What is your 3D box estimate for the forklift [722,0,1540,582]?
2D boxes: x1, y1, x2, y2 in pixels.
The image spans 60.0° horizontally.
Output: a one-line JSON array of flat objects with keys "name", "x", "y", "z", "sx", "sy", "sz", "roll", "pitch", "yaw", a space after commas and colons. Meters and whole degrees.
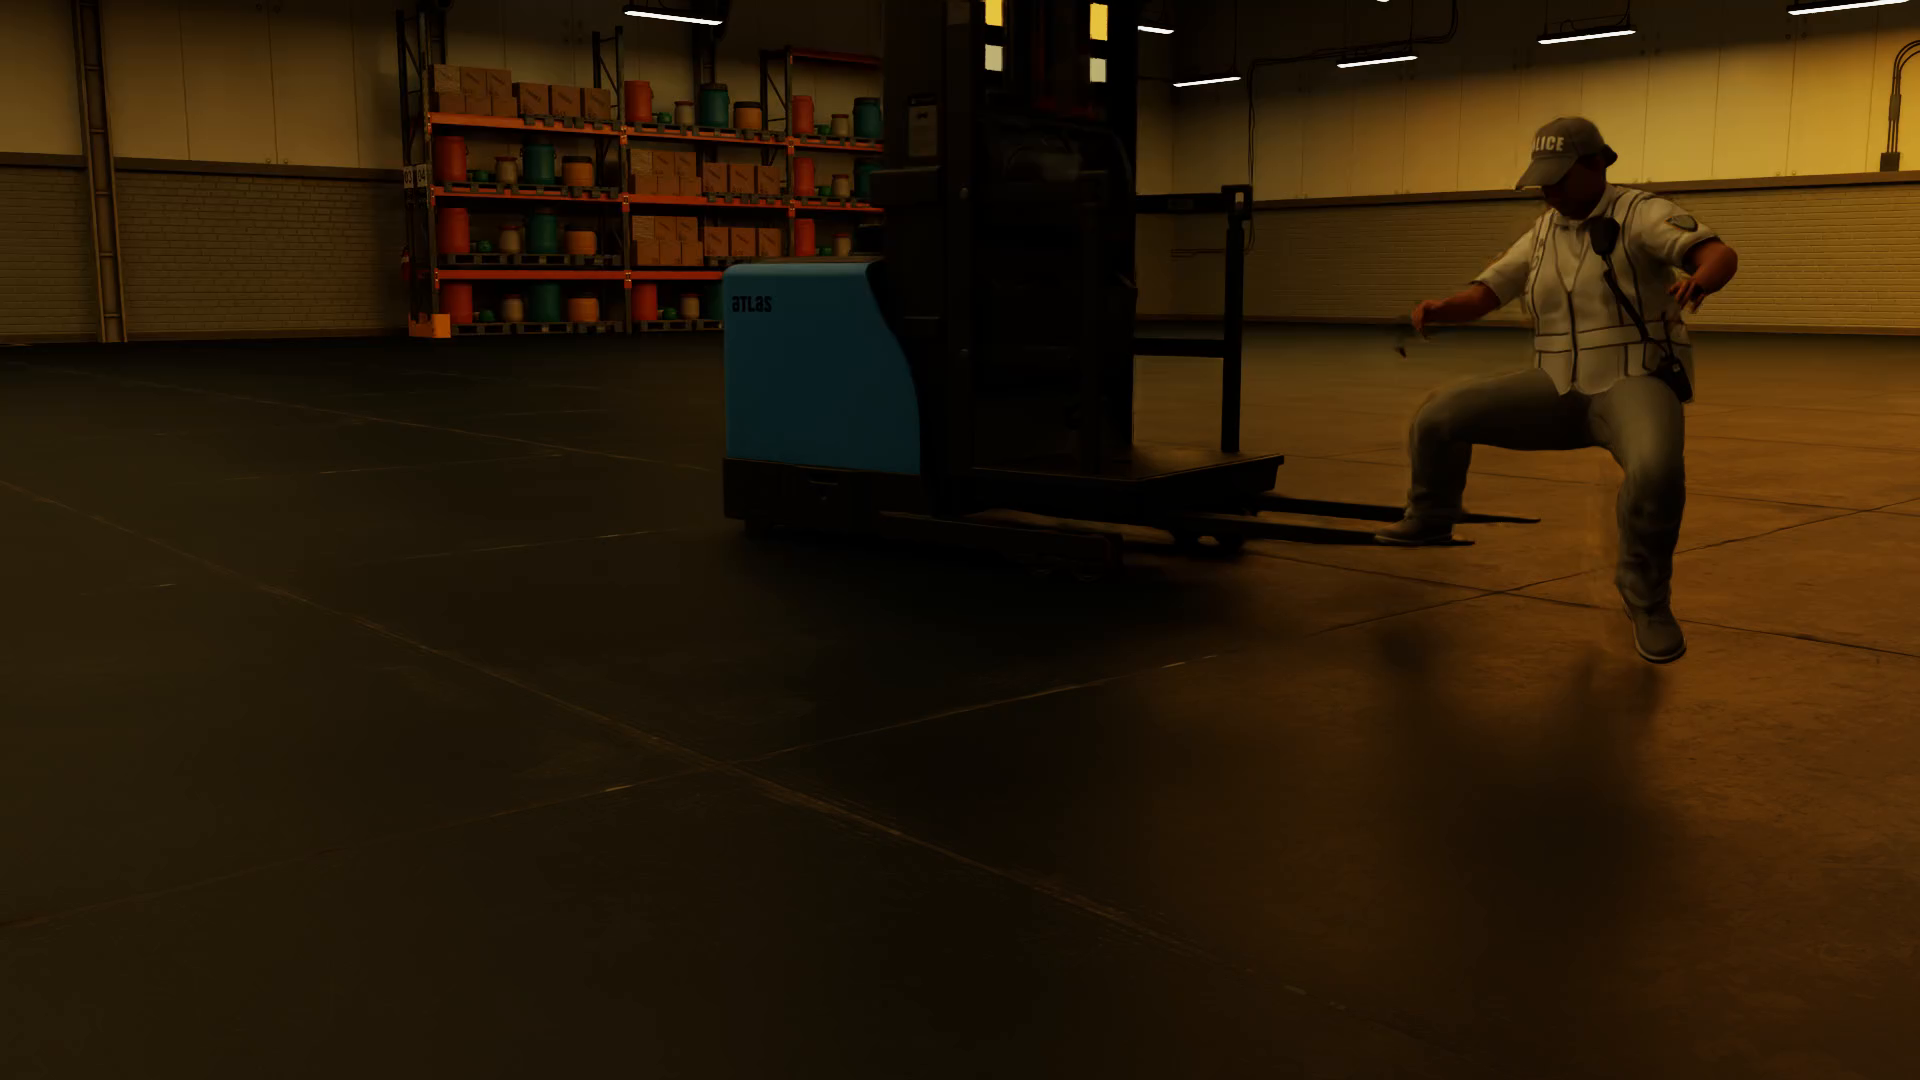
[{"name": "forklift", "x": 0.526, "y": -1.397, "z": 5.986, "sx": 3.031, "sy": 2.935, "sz": 1.130, "roll": 7, "pitch": 11, "yaw": 37}]

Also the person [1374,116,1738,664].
[{"name": "person", "x": 1.653, "y": -0.437, "z": 4.570, "sx": 0.735, "sy": 1.436, "sz": 0.967, "roll": -6, "pitch": 11, "yaw": -36}]
